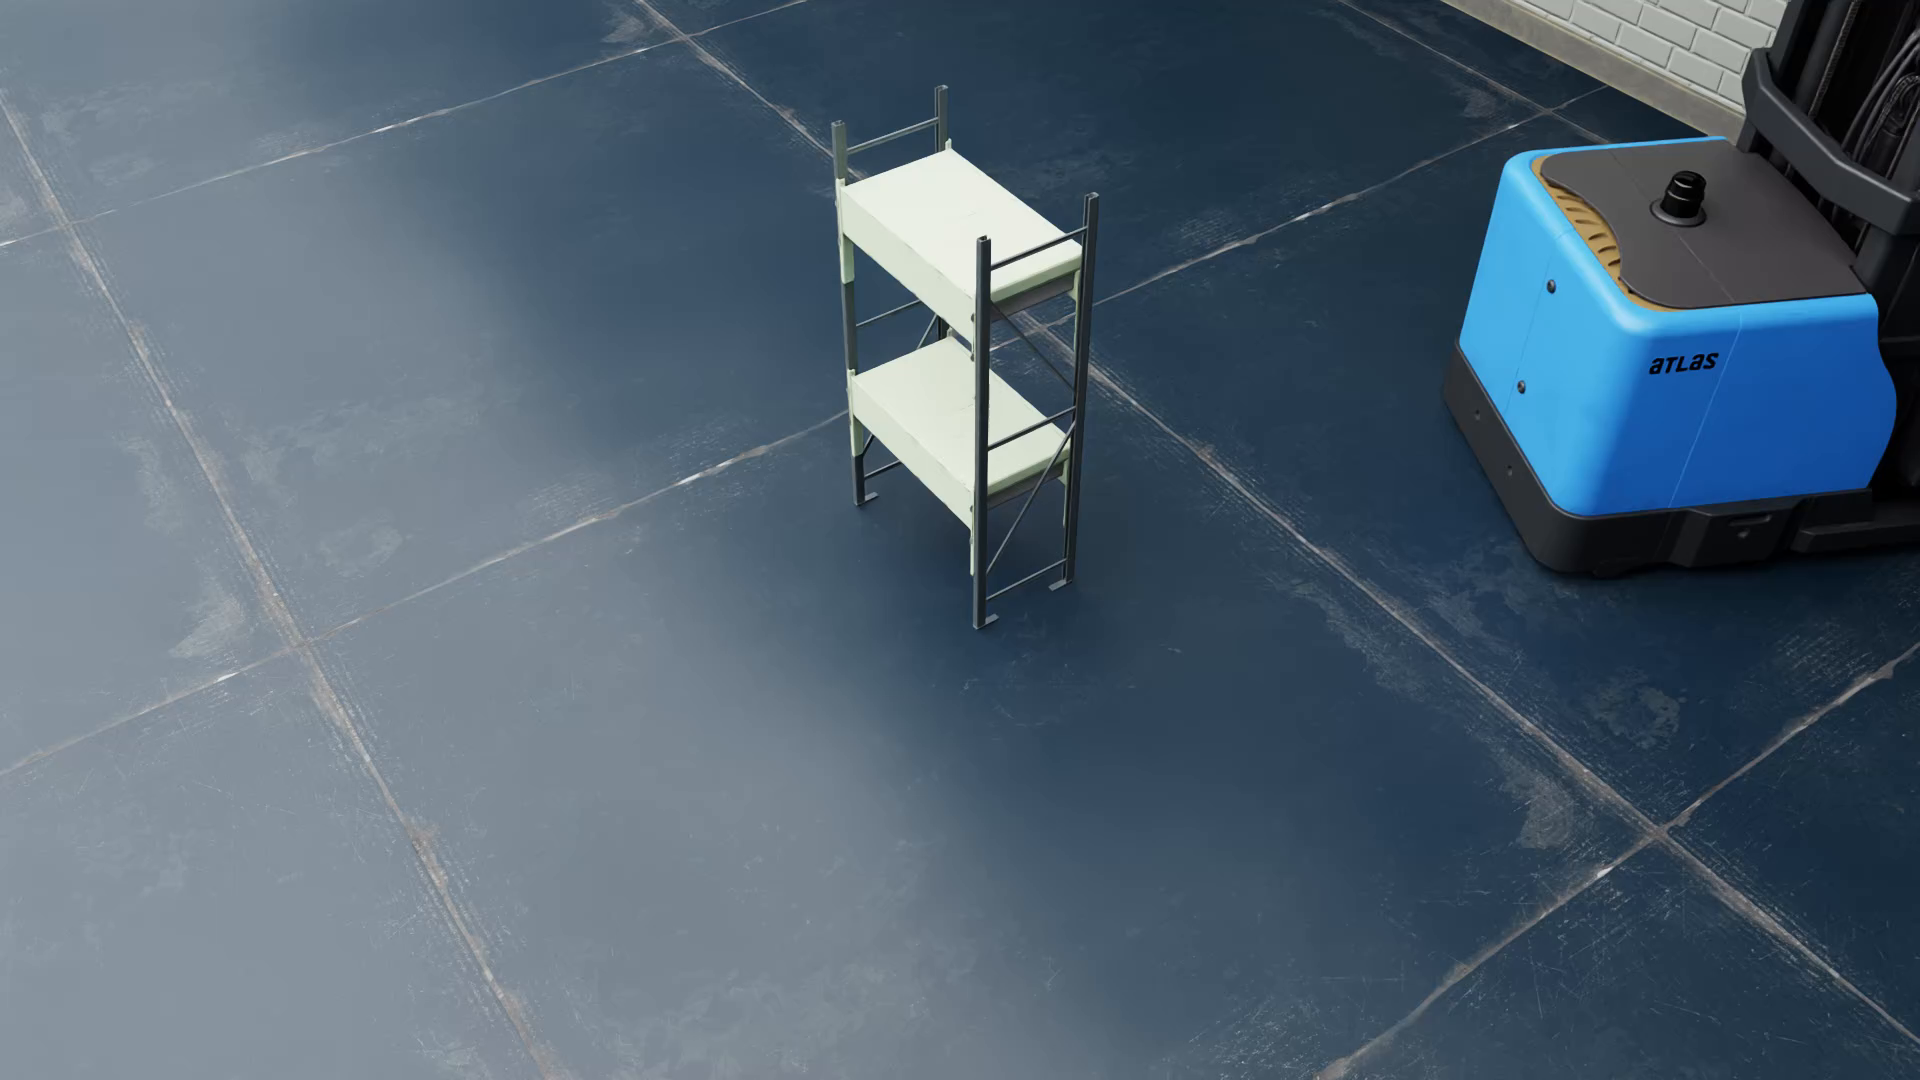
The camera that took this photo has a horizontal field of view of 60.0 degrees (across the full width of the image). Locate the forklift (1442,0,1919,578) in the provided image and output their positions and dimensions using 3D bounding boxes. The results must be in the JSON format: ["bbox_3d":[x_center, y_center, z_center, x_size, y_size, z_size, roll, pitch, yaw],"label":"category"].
[{"bbox_3d":[3.361,-1.401,5.095,3.031,2.935,1.130,-6,44,-6],"label":"forklift"}]

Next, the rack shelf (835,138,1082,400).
[{"bbox_3d":[0.004,-0.821,4.959,0.431,0.370,0.720,-26,49,-24],"label":"rack shelf"}]

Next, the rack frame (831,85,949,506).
[{"bbox_3d":[-0.206,-0.746,5.445,0.400,1.500,0.023,-26,49,-24],"label":"rack frame"}]

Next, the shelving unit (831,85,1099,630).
[{"bbox_3d":[0.004,-0.539,5.228,0.431,1.500,0.755,-26,49,-24],"label":"shelving unit"}]

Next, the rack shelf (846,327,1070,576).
[{"bbox_3d":[0.004,-0.303,5.453,0.431,0.370,0.720,-26,49,-24],"label":"rack shelf"}]

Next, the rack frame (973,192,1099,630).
[{"bbox_3d":[0.213,-0.331,5.011,0.400,1.500,0.023,-26,49,-24],"label":"rack frame"}]
